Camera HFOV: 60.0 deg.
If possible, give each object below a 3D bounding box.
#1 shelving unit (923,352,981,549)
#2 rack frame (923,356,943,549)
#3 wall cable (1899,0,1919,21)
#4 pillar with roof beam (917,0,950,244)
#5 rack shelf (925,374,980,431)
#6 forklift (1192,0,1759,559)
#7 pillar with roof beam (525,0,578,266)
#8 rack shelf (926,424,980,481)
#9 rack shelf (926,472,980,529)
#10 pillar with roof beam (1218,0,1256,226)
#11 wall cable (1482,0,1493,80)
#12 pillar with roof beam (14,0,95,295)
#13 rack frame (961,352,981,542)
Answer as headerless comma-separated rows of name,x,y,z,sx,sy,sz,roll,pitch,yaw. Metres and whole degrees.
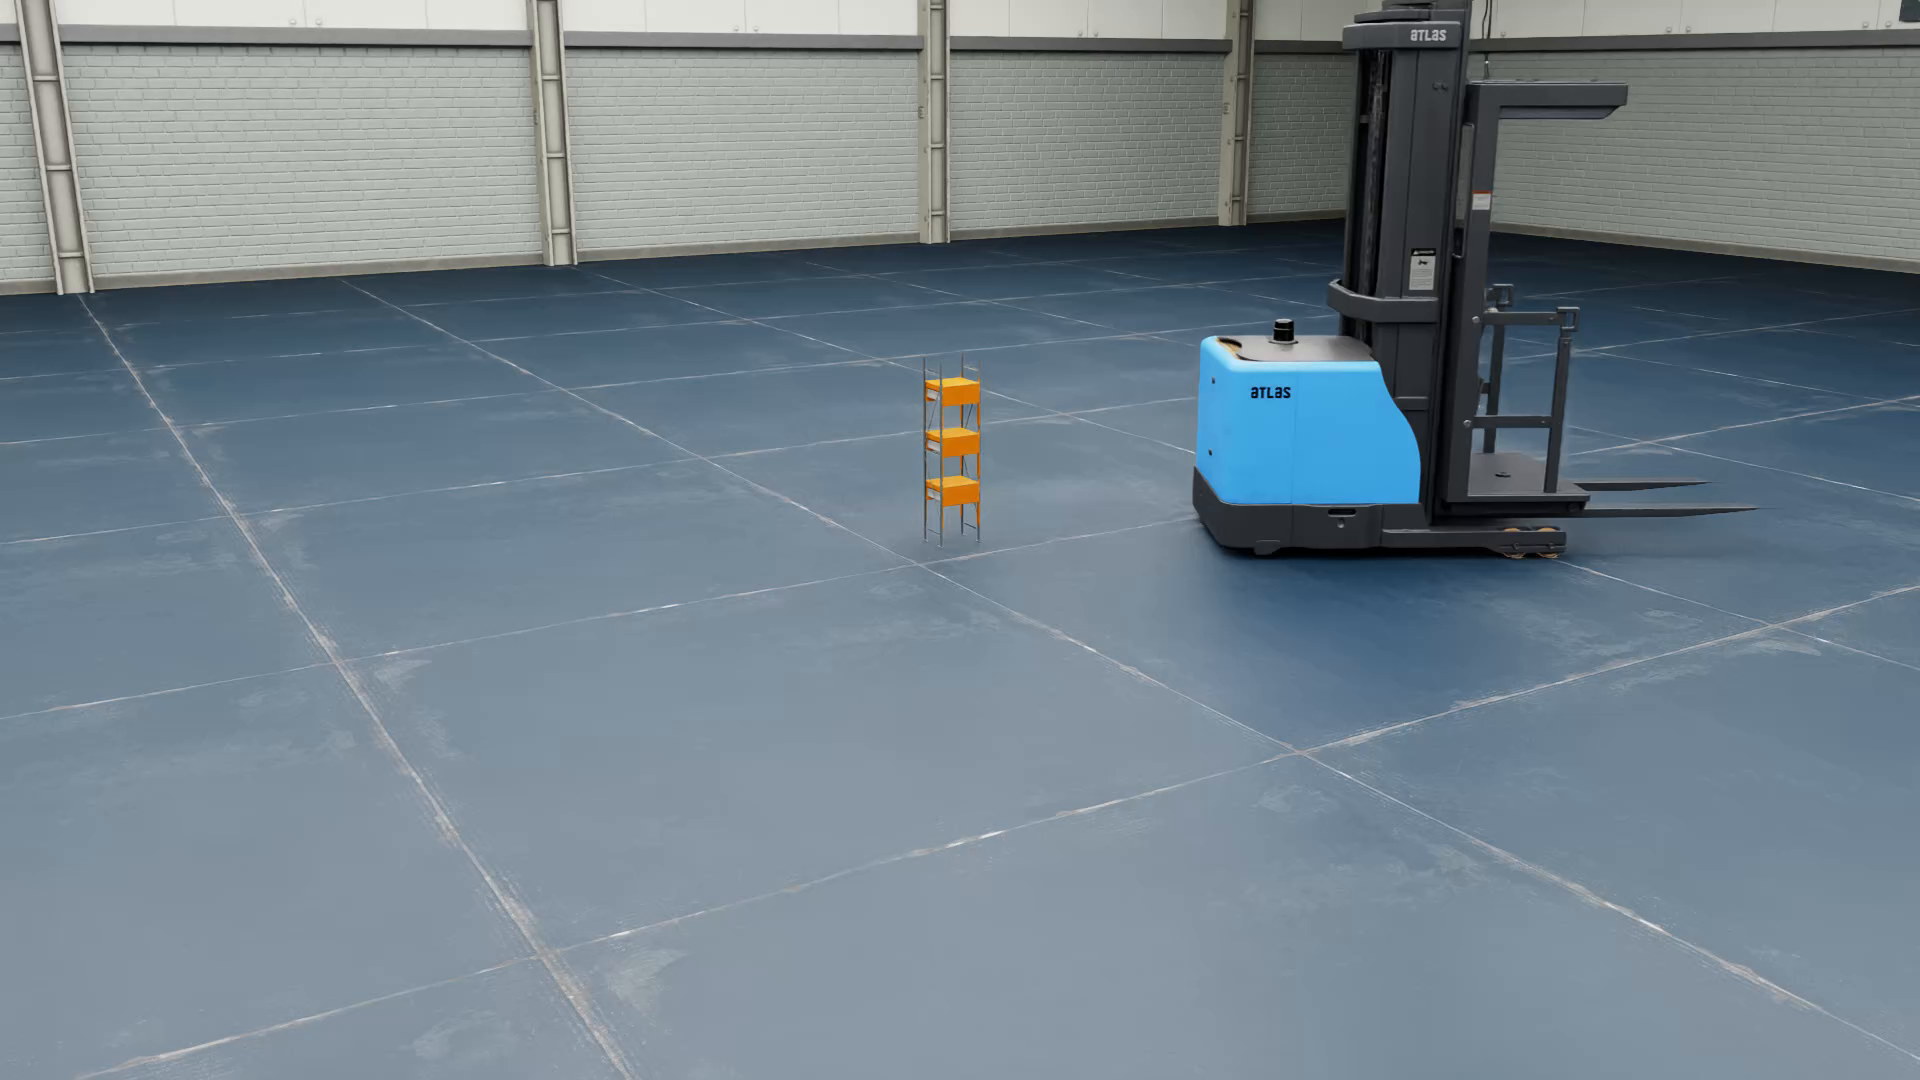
shelving unit,-0.046,-0.498,9.242,0.252,1.050,0.215,-9,18,-30
rack frame,-0.150,-0.481,9.181,0.008,1.050,0.200,-9,18,-30
wall cable,12.826,-9.372,19.871,0.169,6.003,2.305,-9,18,-30
pillar with roof beam,1.818,-8.000,21.276,0.400,9.000,9.100,-9,18,-30
rack shelf,-0.046,-0.761,9.168,0.240,0.259,0.215,-9,18,-30
forklift,2.910,-1.452,9.160,3.031,2.935,1.130,0,16,-2
pillar with roof beam,-3.325,-7.166,18.301,0.400,9.000,9.100,-9,18,-30
rack shelf,-0.046,-0.488,9.244,0.240,0.259,0.215,-9,18,-30
rack shelf,-0.046,-0.220,9.319,0.240,0.259,0.215,-9,18,-30
pillar with roof beam,6.961,-8.834,24.251,0.400,9.000,9.100,-9,18,-30
wall cable,7.950,-8.438,28.593,0.112,2.526,3.097,-9,18,-30
pillar with roof beam,-8.469,-6.332,15.325,0.400,9.000,9.100,-9,18,-30
rack frame,0.059,-0.515,9.302,0.008,1.050,0.200,-9,18,-30
